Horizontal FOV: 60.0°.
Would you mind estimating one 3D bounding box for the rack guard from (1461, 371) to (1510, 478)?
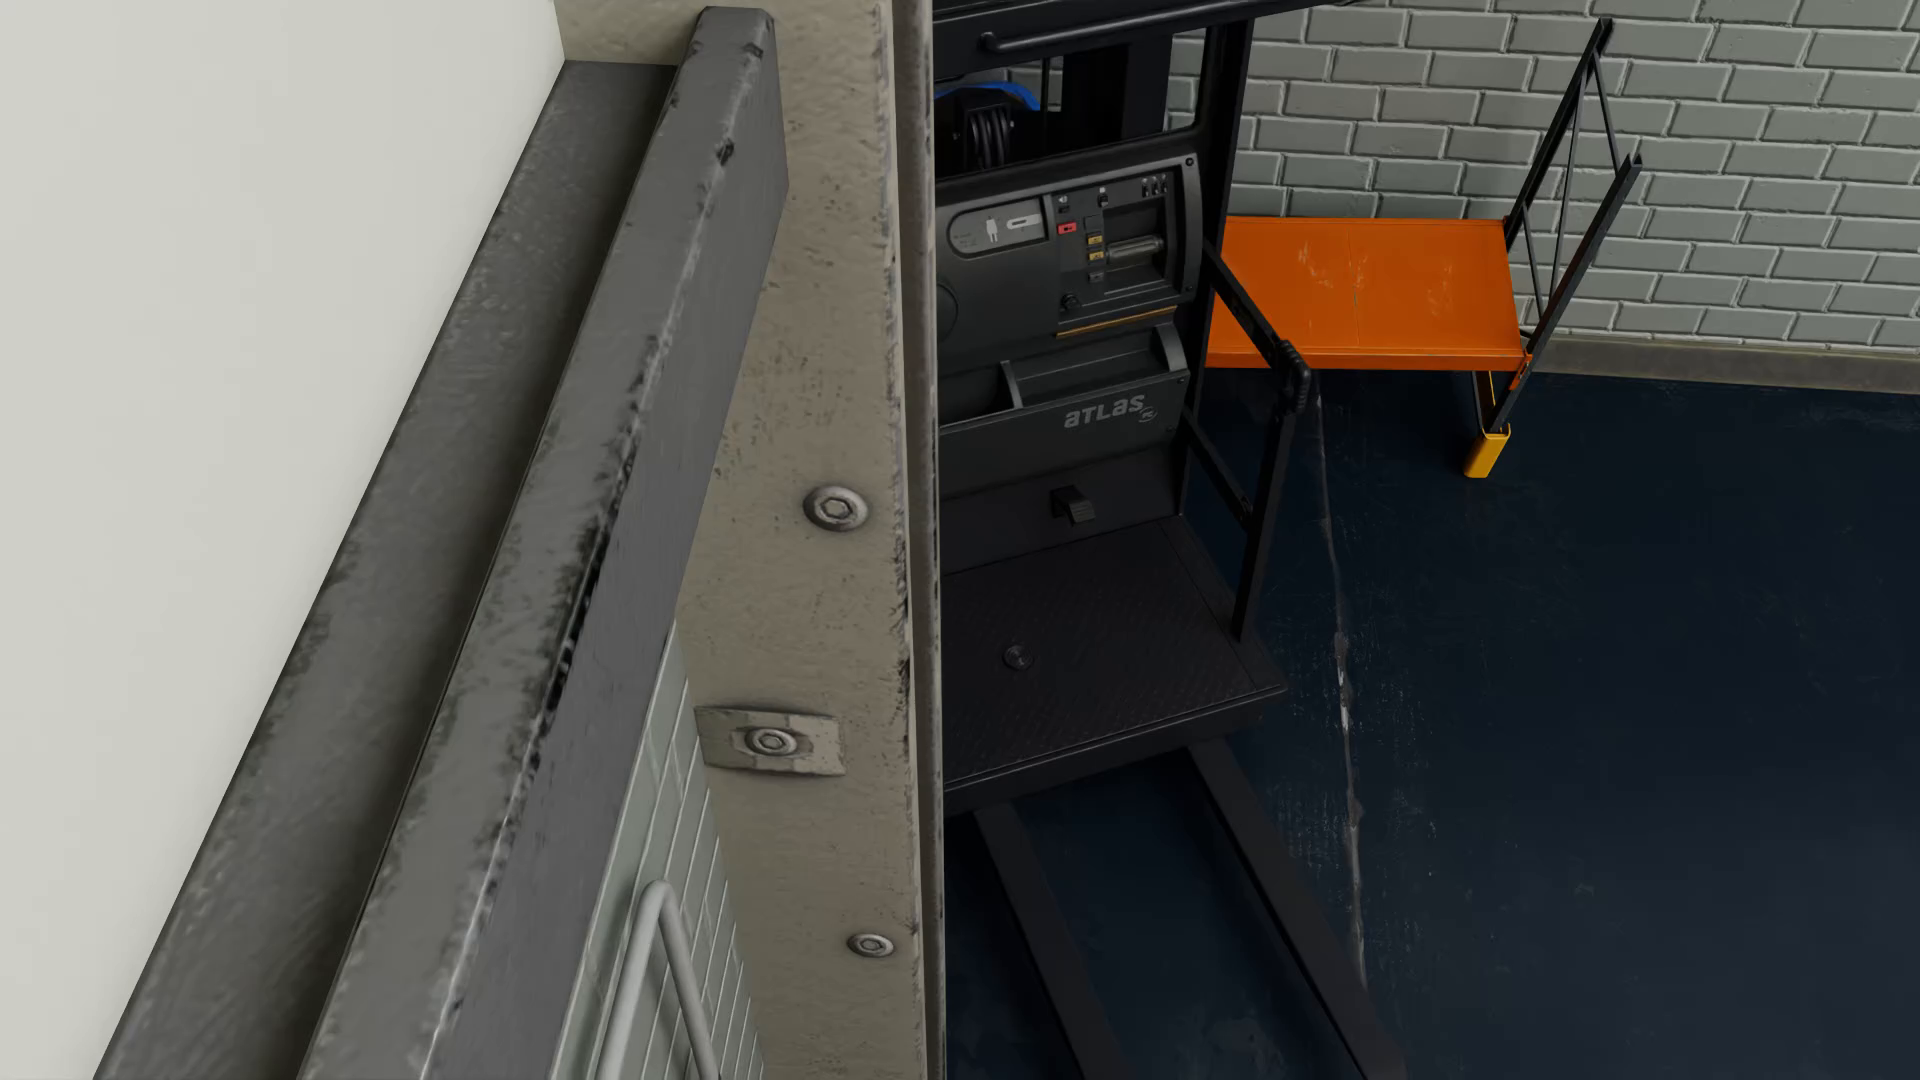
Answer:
[{"bbox_3d":[1.692,-0.521,5.455,0.087,0.250,0.587,1,63,1],"label":"rack guard"}]

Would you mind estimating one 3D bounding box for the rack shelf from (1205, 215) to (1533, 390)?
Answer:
[{"bbox_3d":[1.181,-0.731,5.067,1.000,0.185,0.538,1,63,1],"label":"rack shelf"}]

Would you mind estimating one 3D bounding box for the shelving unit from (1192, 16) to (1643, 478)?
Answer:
[{"bbox_3d":[1.189,-0.813,4.906,1.083,1.500,0.587,1,63,1],"label":"shelving unit"}]

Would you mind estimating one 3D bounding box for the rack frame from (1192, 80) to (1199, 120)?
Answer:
[{"bbox_3d":[0.672,-0.820,4.915,0.032,1.500,0.500,1,63,1],"label":"rack frame"}]

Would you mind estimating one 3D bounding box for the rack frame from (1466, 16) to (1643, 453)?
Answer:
[{"bbox_3d":[1.688,-0.806,4.898,0.032,1.500,0.500,1,63,1],"label":"rack frame"}]

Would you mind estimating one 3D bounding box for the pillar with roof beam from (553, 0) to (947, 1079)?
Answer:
[{"bbox_3d":[4.084,-1.279,0.322,9.100,9.000,0.400,4,48,4],"label":"pillar with roof beam"}]

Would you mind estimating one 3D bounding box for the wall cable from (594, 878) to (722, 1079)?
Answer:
[{"bbox_3d":[-0.413,1.151,1.476,0.084,1.984,1.851,4,48,4],"label":"wall cable"}]

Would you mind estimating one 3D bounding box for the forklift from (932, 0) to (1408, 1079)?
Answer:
[{"bbox_3d":[0.209,-0.552,3.769,1.130,2.935,3.031,-15,49,-13],"label":"forklift"}]
